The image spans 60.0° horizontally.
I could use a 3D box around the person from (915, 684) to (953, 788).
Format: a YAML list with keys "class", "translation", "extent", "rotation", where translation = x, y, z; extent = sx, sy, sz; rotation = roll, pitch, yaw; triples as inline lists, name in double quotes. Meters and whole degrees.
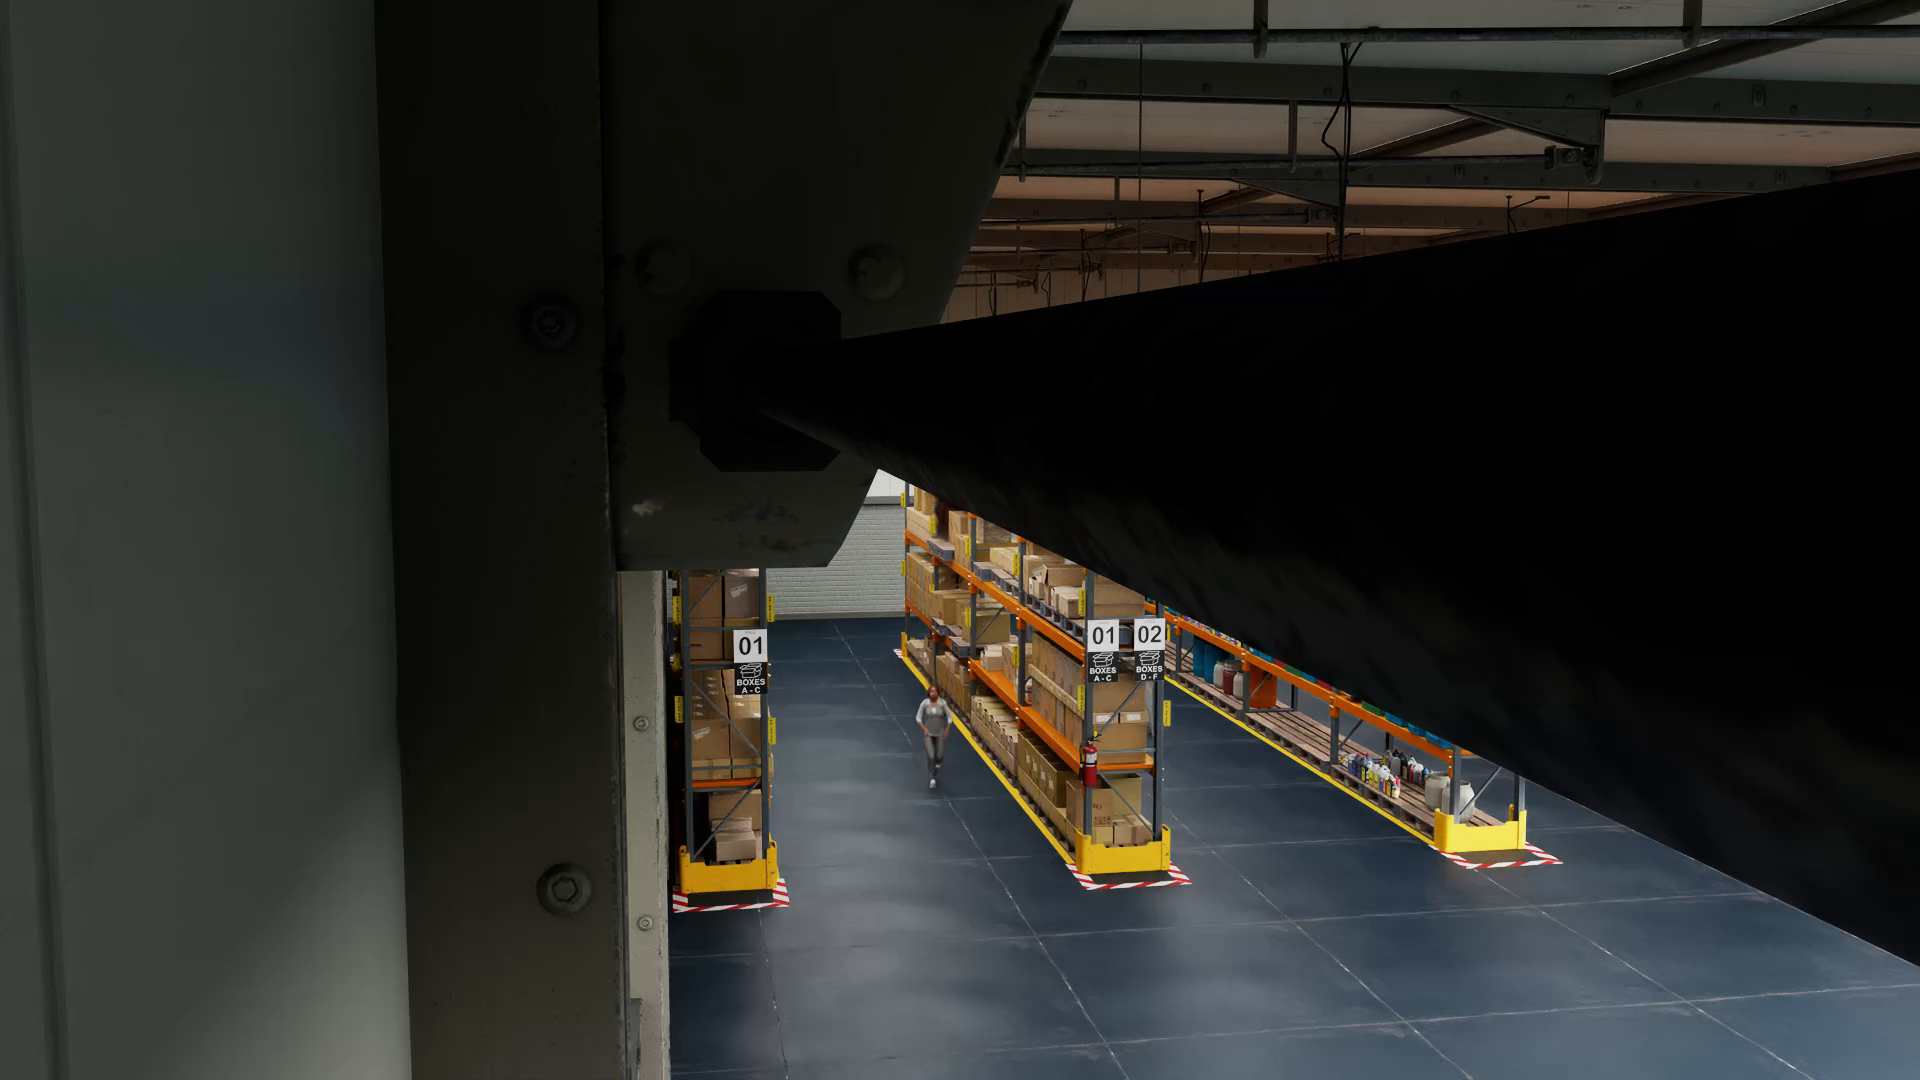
- class: "person"
  translation: [-0.394, 2.952, 25.251]
  extent: [0.565, 1.564, 0.576]
  rotation: [0, 6, -5]

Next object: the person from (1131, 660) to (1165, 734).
- class: "person"
  translation: [3.290, 2.520, 28.778]
  extent: [0.568, 1.676, 0.886]
  rotation: [-2, 6, -18]
